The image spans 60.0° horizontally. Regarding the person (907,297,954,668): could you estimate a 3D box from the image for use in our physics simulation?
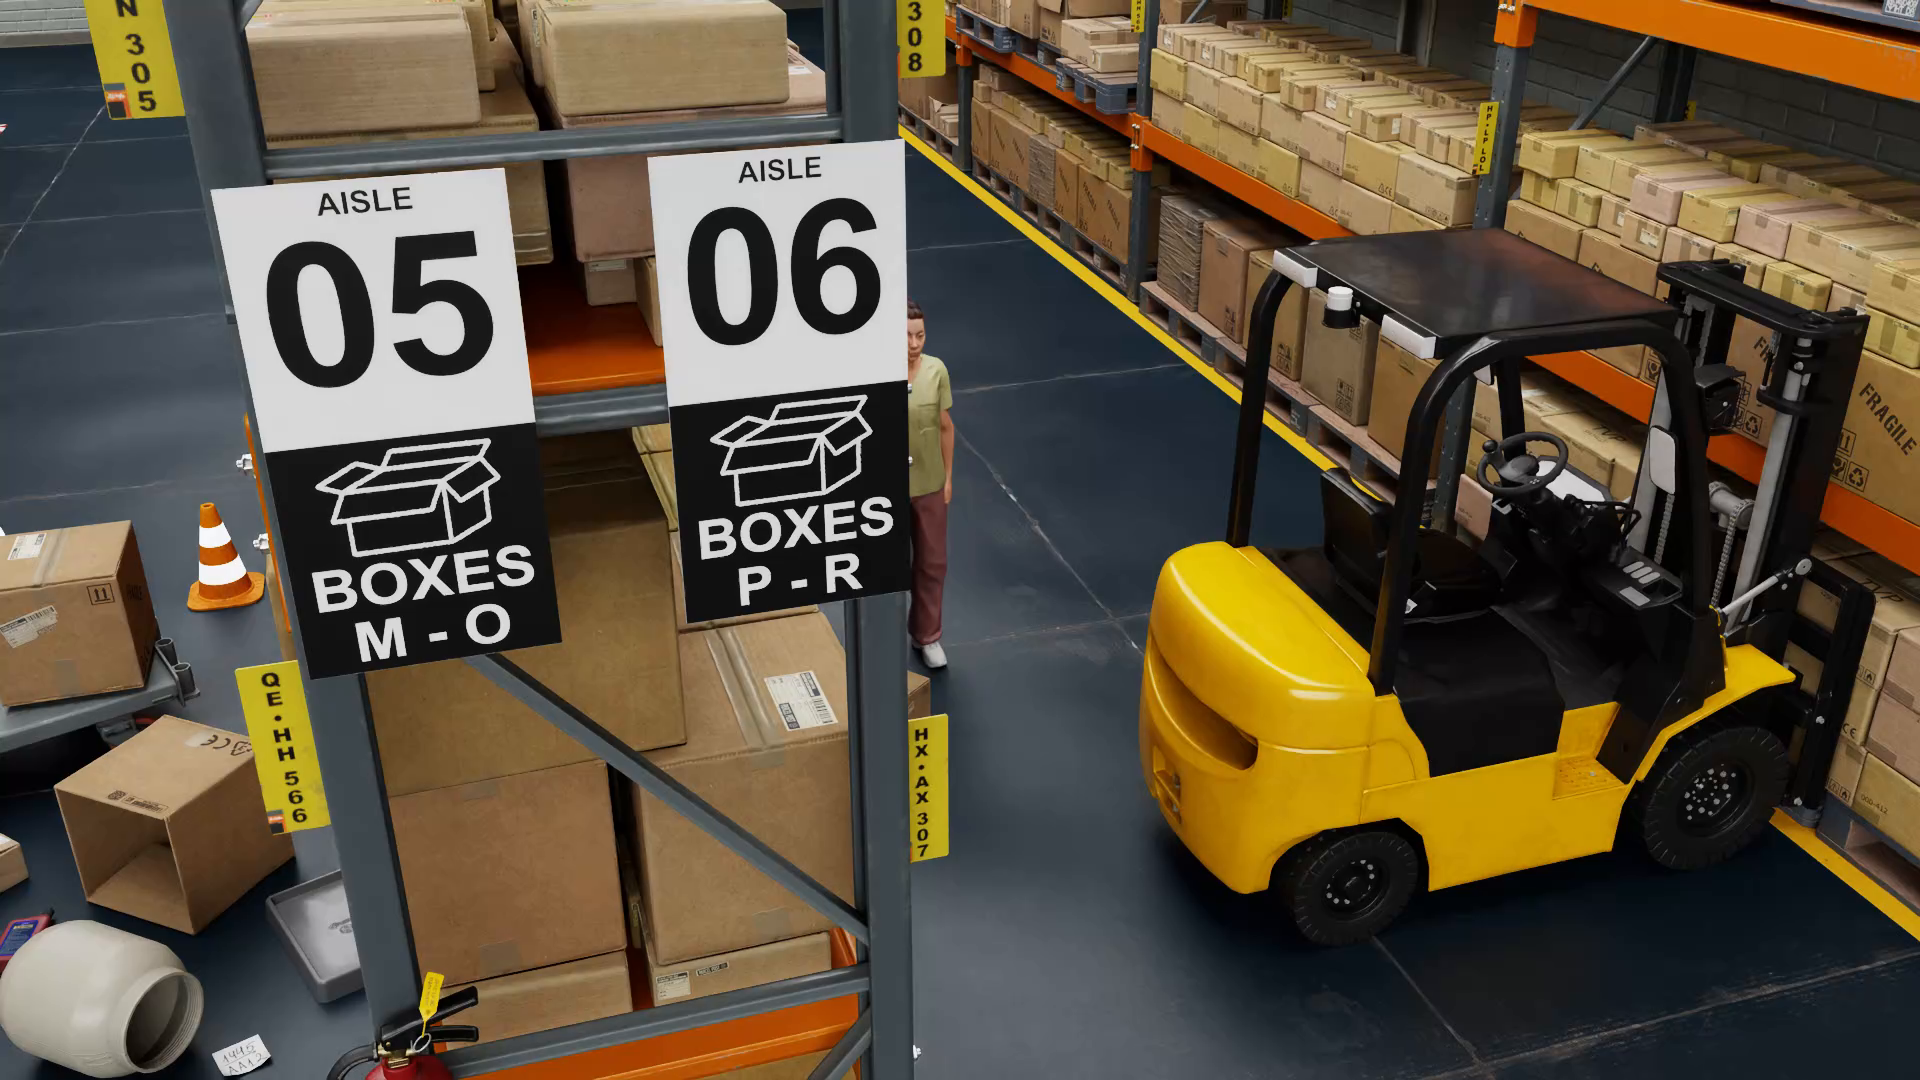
[{"bbox_3d":[-0.231,-0.230,7.088,0.441,1.672,0.359,-8,27,-15],"label":"person"}]
